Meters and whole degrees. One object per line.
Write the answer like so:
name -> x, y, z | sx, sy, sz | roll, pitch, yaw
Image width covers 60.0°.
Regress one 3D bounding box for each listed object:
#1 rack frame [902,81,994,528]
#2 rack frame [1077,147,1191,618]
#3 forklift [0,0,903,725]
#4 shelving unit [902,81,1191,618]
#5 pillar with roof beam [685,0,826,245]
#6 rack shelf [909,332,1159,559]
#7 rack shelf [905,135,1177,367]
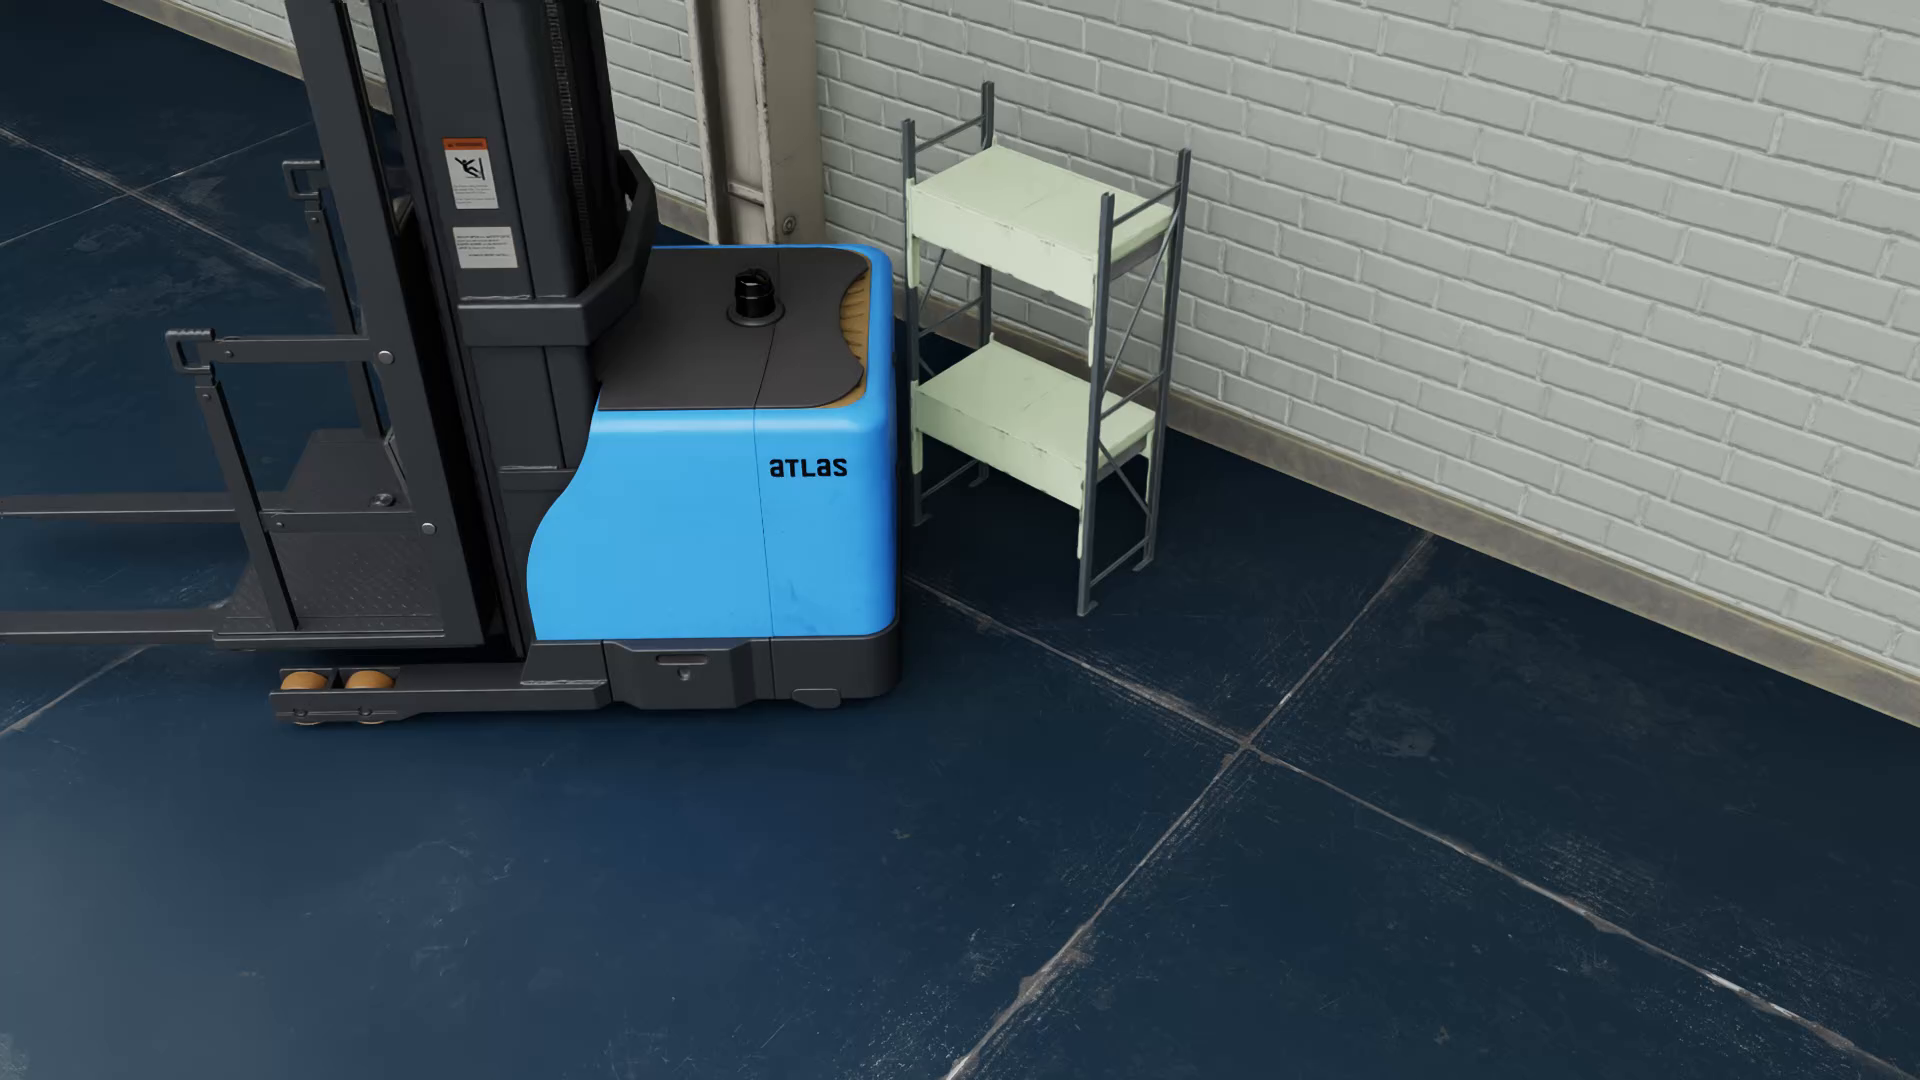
rack frame -> -0.033, -0.729, 5.464 | 0.023, 1.500, 0.400 | 28, 46, 31
rack frame -> 0.521, -0.434, 5.088 | 0.023, 1.500, 0.400 | 28, 46, 31
forklift -> -1.704, -0.925, 4.553 | 3.031, 2.935, 1.130 | -1, 38, -1
shelving unit -> 0.244, -0.581, 5.276 | 0.755, 1.500, 0.431 | 28, 46, 31
pillar with roof beam -> -3.426, -2.527, 1.678 | 0.400, 9.000, 9.100 | 25, 45, 29
rack shelf -> 0.244, -0.325, 5.477 | 0.720, 0.370, 0.431 | 28, 46, 31
rack shelf -> 0.244, -0.889, 5.035 | 0.720, 0.370, 0.431 | 28, 46, 31
